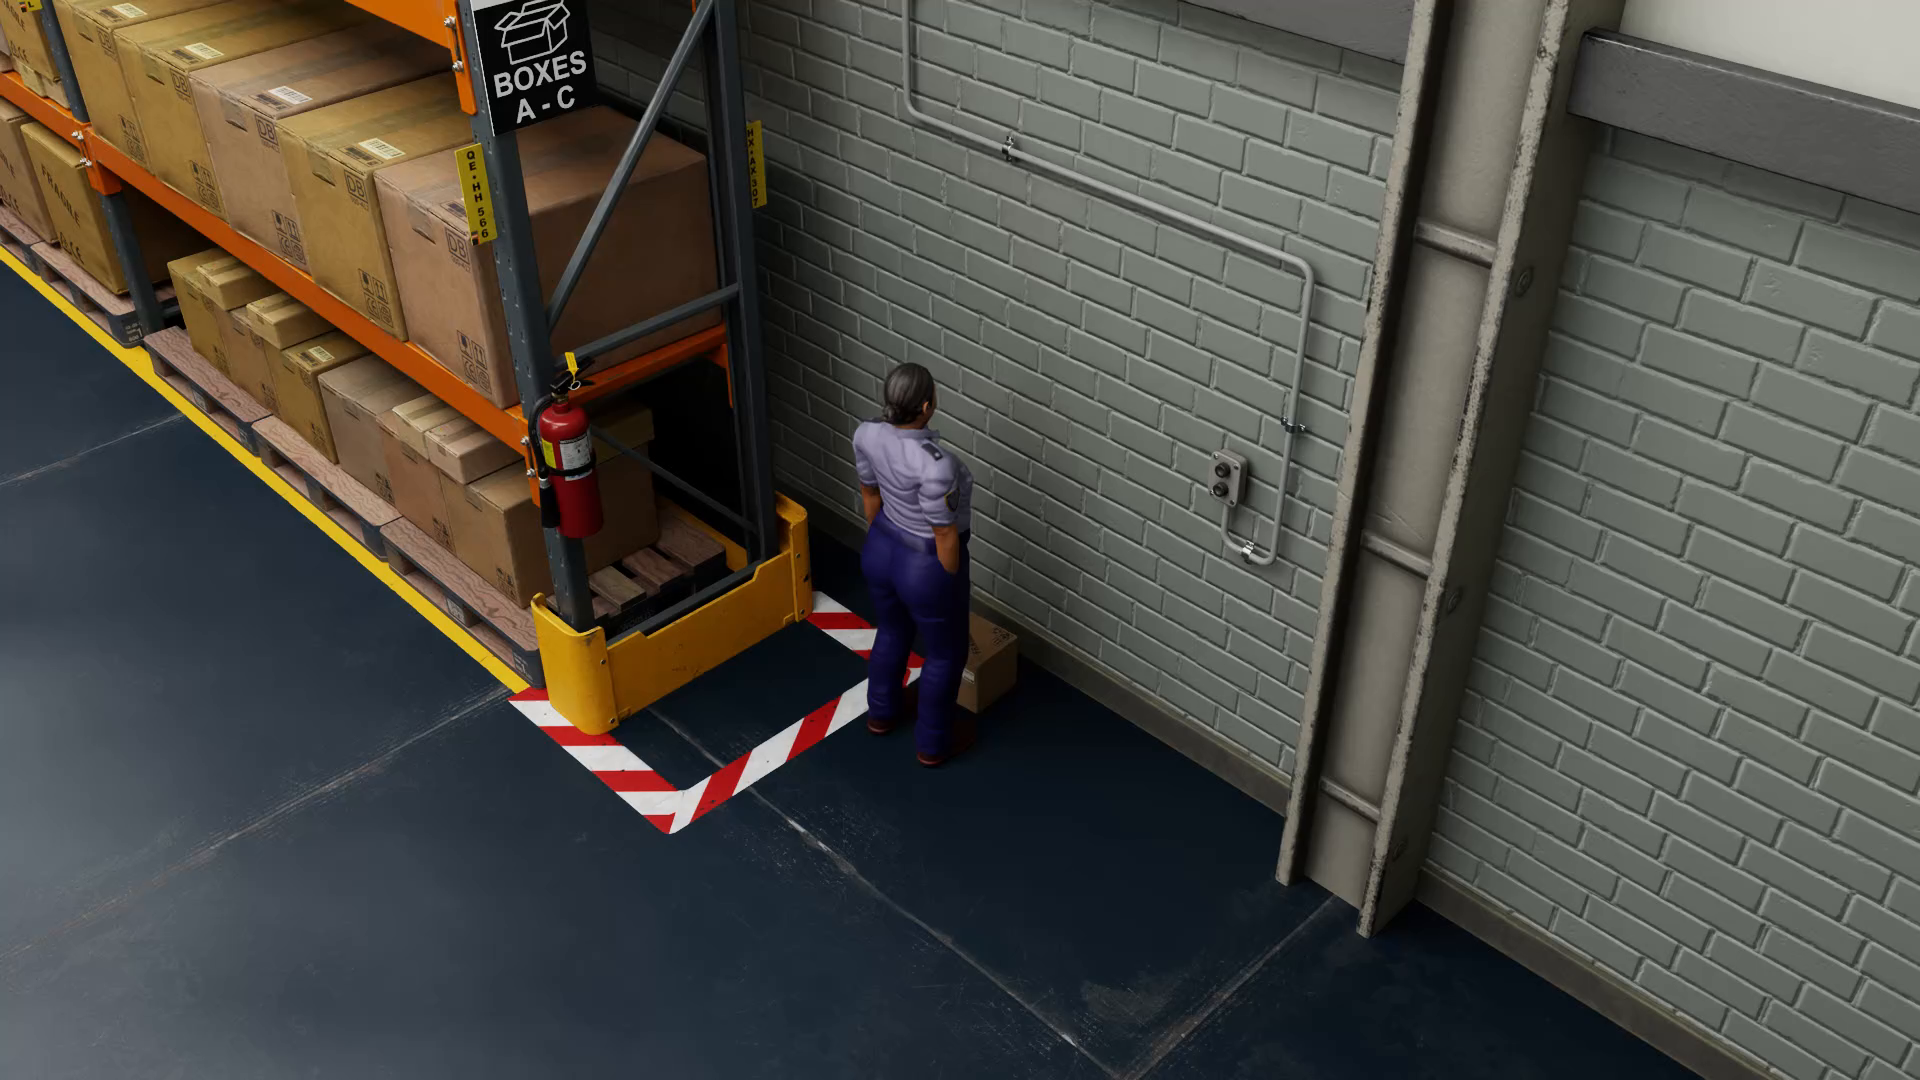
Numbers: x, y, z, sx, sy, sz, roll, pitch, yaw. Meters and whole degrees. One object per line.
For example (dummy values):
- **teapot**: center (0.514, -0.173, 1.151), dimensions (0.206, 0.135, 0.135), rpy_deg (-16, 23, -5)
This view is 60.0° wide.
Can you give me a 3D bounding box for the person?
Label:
- **person**: center (-0.161, 0.082, 6.062), dimensions (0.467, 1.632, 0.343), rpy_deg (30, 45, 35)
